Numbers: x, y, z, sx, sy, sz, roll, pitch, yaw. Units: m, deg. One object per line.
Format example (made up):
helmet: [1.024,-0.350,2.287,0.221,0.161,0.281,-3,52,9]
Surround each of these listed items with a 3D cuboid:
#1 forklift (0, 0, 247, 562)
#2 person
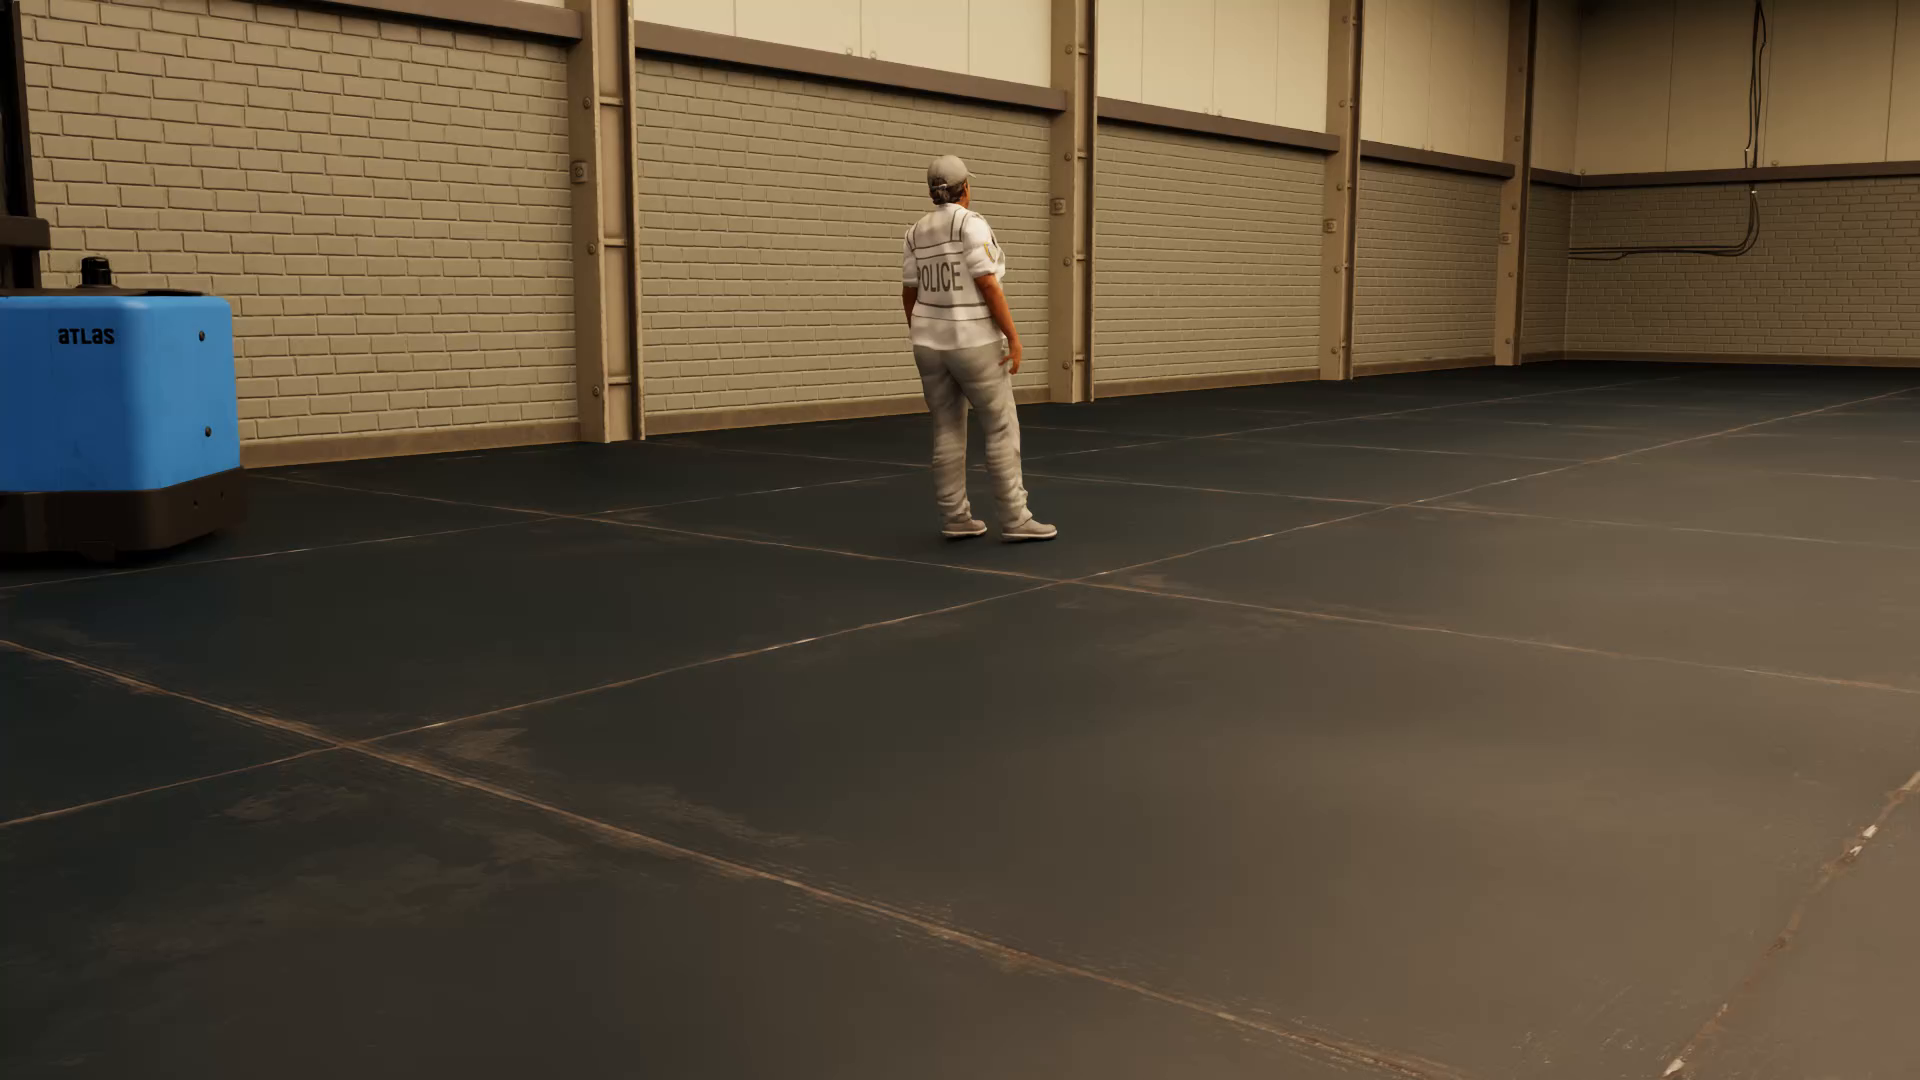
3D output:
forklift: [-4.724,-1.398,6.833,3.031,2.935,1.130,-1,8,-4]
person: [0.066,-0.838,7.328,0.598,1.670,0.529,7,11,38]
